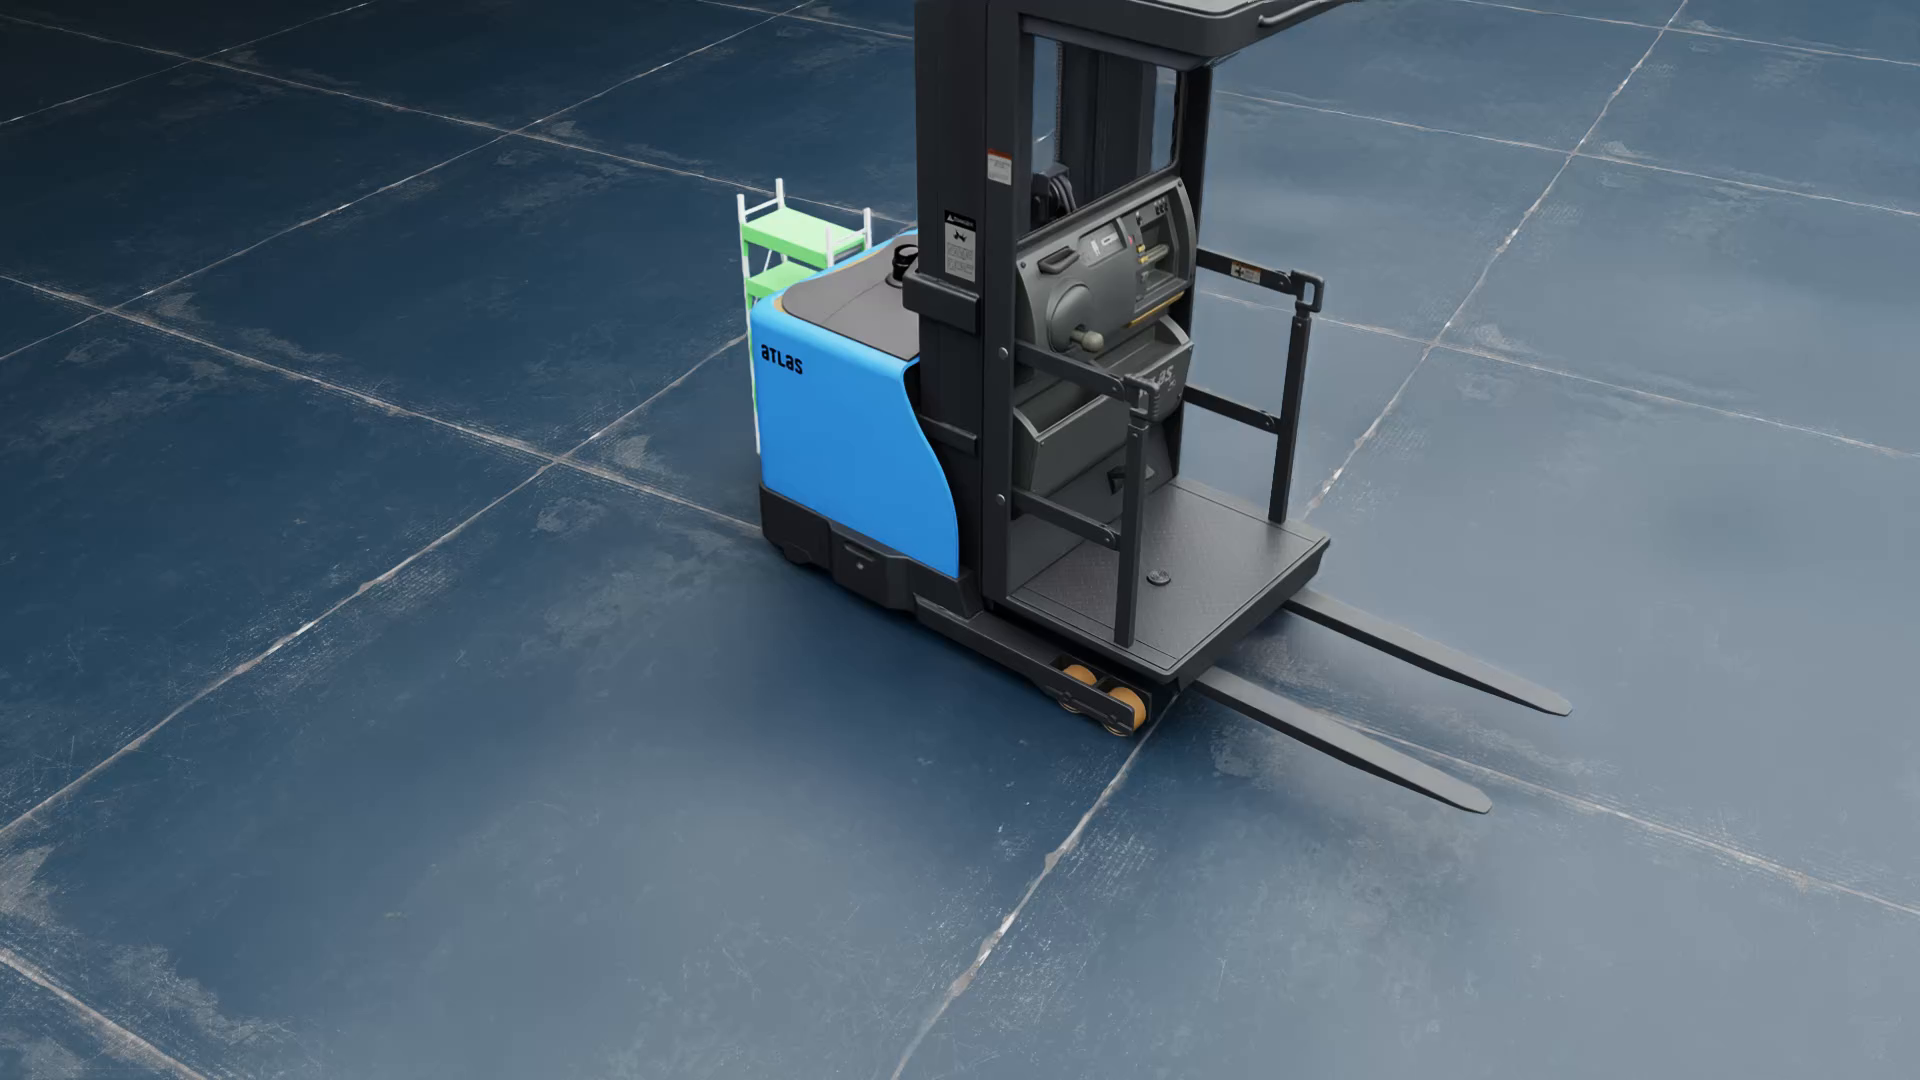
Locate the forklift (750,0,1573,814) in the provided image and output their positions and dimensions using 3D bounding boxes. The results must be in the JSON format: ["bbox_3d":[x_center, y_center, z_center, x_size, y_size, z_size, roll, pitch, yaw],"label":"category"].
[{"bbox_3d":[0.662,-0.877,5.422,3.031,2.935,1.130,25,41,32],"label":"forklift"}]

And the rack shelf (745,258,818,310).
[{"bbox_3d":[-0.623,-0.989,6.835,0.480,0.148,0.258,25,41,32],"label":"rack shelf"}]

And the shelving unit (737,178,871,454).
[{"bbox_3d":[-0.623,-0.842,6.932,0.503,1.200,0.258,25,41,32],"label":"shelving unit"}]

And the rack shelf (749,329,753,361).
[{"bbox_3d":[-0.623,-0.789,6.968,0.480,0.148,0.258,25,41,32],"label":"rack shelf"}]

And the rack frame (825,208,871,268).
[{"bbox_3d":[-0.436,-0.756,6.802,0.015,1.200,0.240,25,41,32],"label":"rack frame"}]

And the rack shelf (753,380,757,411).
[{"bbox_3d":[-0.623,-0.589,7.101,0.480,0.148,0.258,25,41,32],"label":"rack shelf"}]

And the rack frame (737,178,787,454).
[{"bbox_3d":[-0.810,-0.929,7.063,0.015,1.200,0.240,25,41,32],"label":"rack frame"}]

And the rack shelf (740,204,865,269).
[{"bbox_3d":[-0.623,-1.189,6.702,0.480,0.148,0.258,25,41,32],"label":"rack shelf"}]
